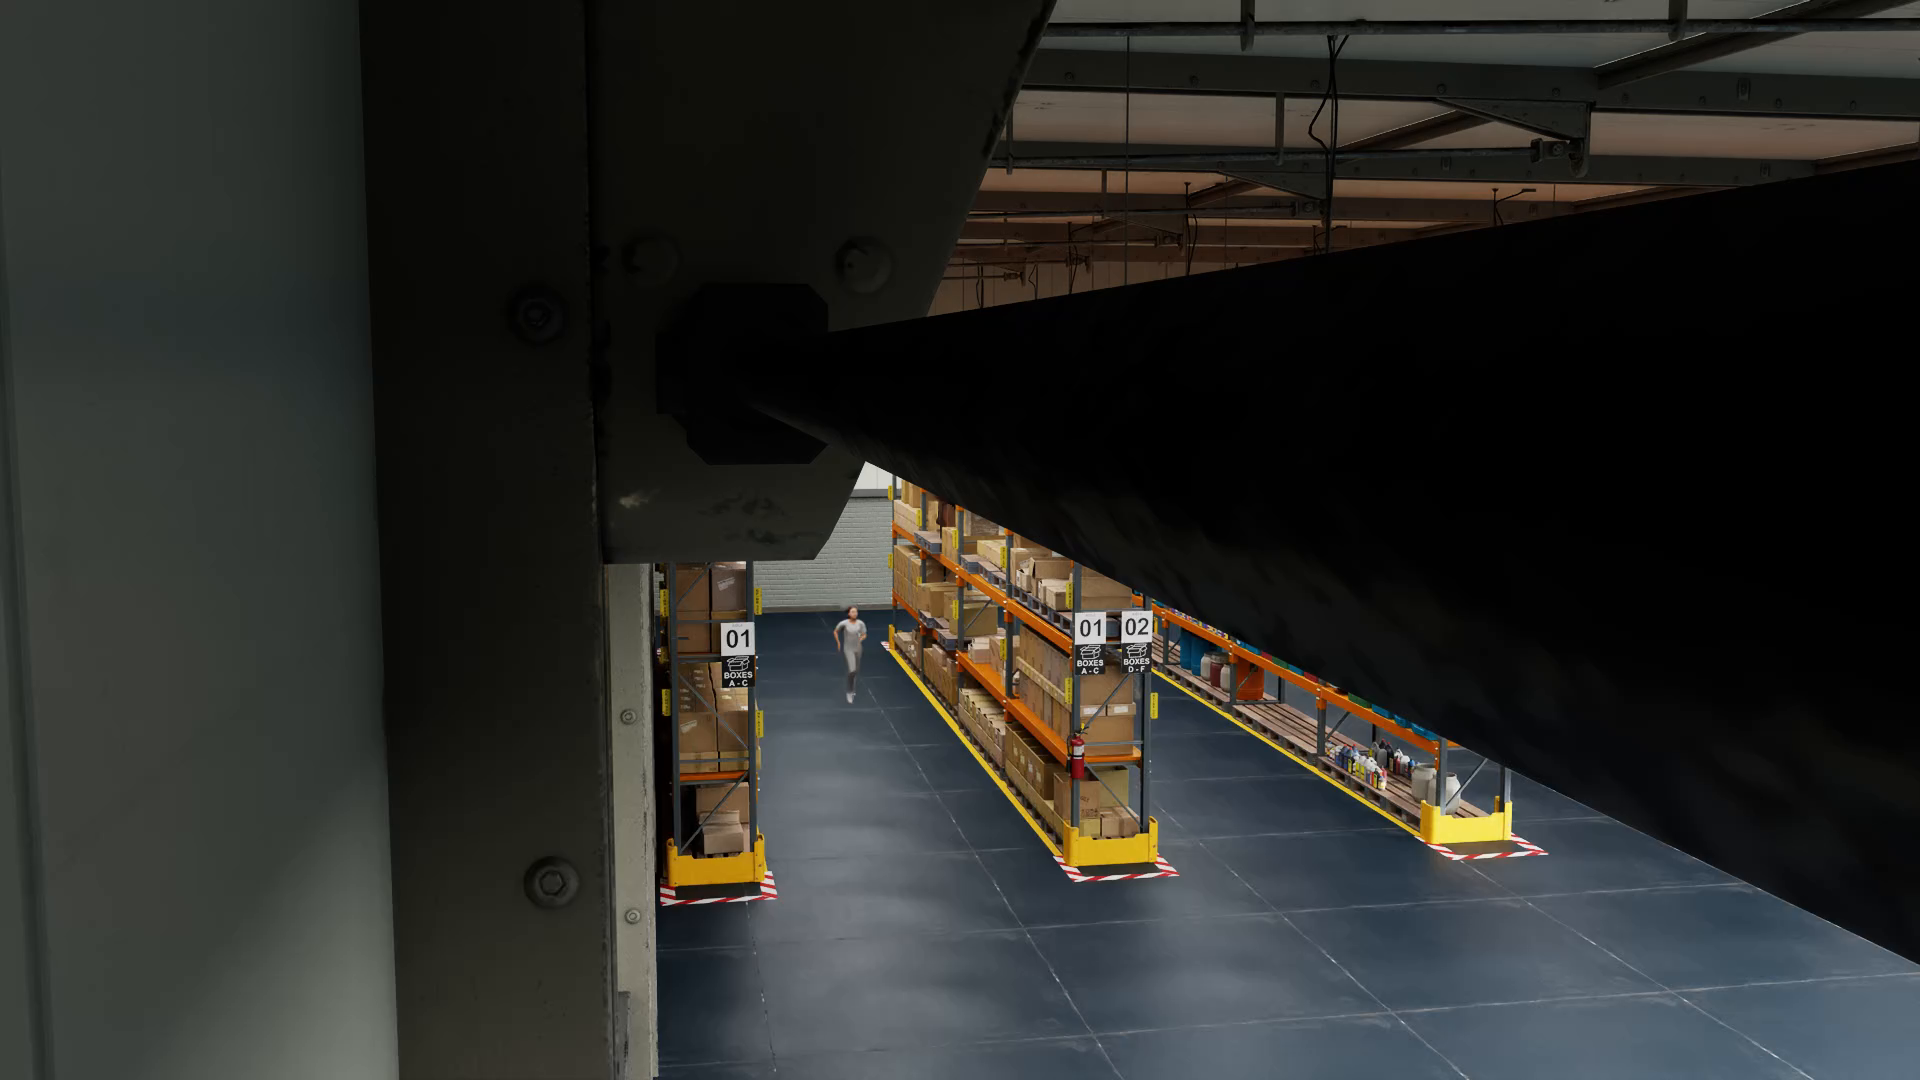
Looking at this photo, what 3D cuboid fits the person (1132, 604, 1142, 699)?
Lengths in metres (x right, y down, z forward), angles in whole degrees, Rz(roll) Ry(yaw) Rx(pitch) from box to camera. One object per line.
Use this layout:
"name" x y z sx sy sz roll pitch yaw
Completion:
"person" 3.153 1.972 29.916 0.431 1.685 0.670 -2 7 -22

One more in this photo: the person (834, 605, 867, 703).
"person" -1.914 2.027 29.604 0.530 1.734 0.686 -3 7 -25
